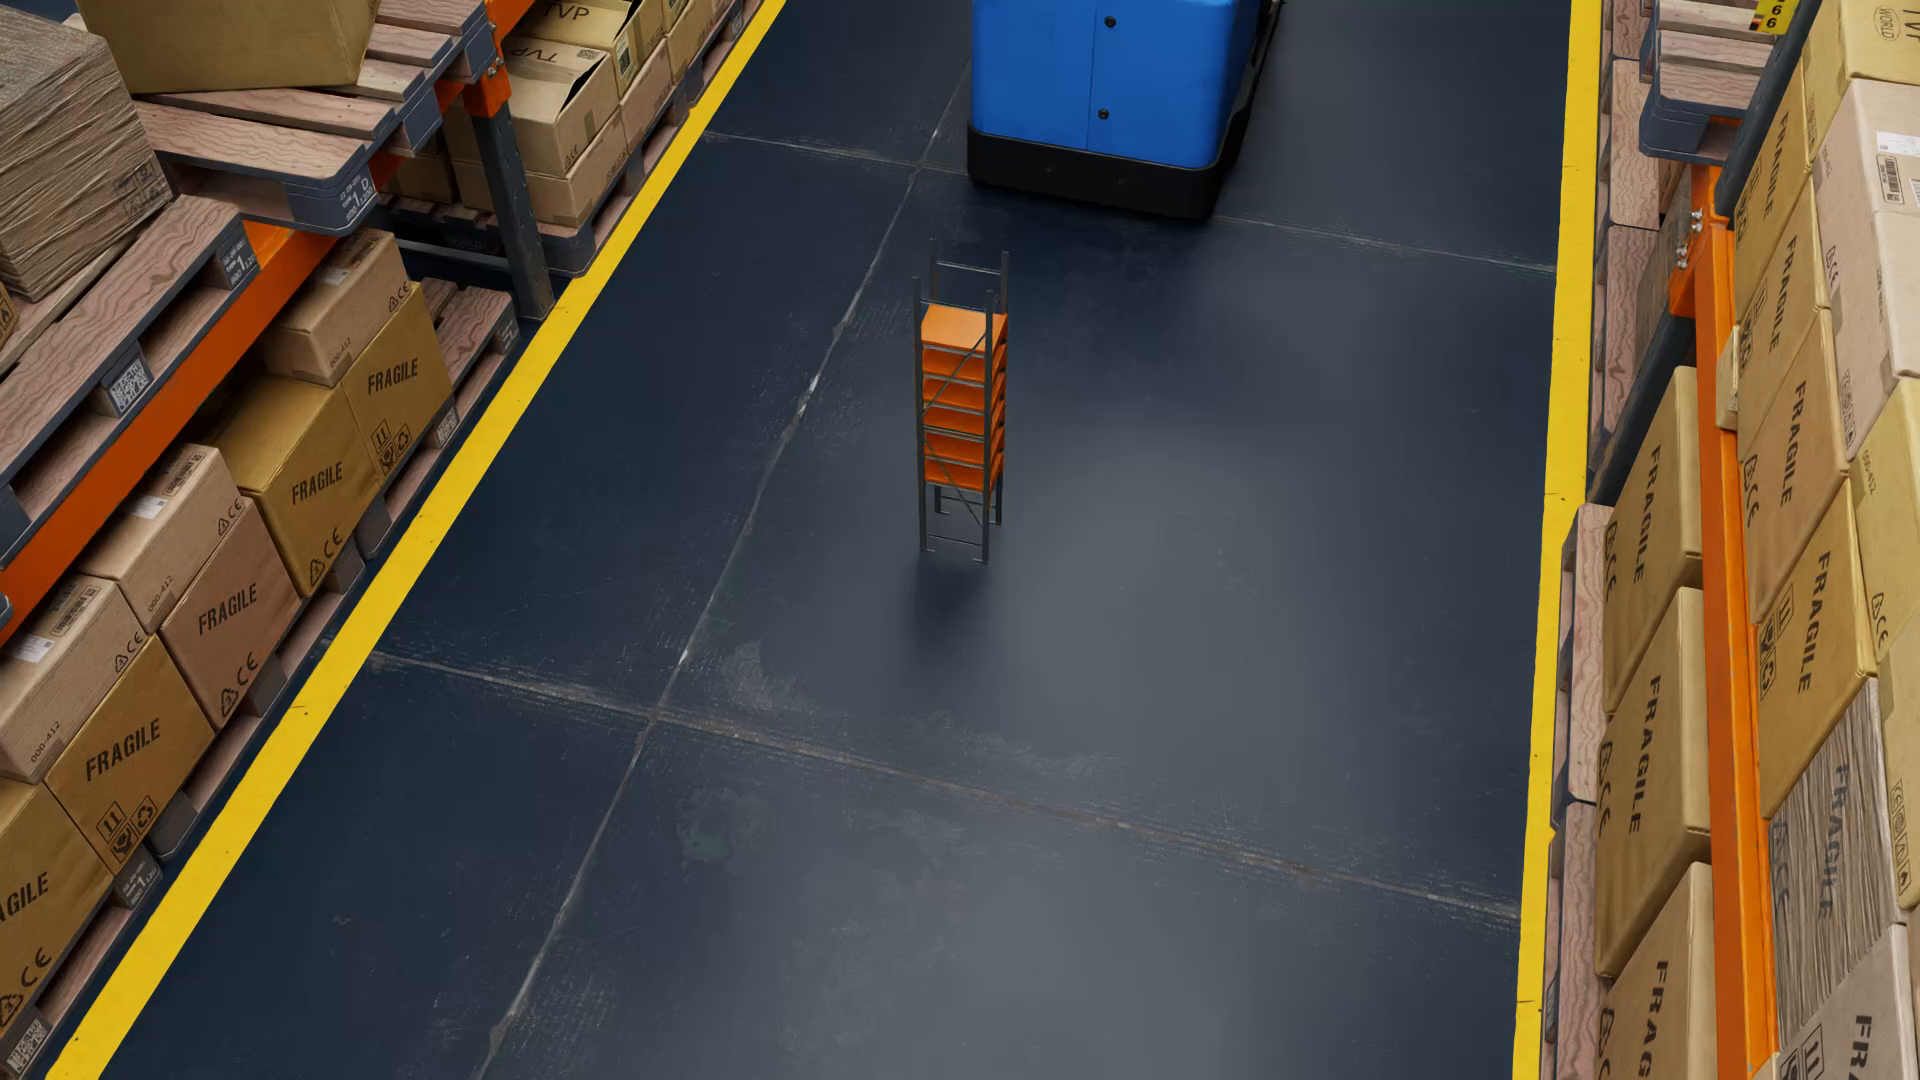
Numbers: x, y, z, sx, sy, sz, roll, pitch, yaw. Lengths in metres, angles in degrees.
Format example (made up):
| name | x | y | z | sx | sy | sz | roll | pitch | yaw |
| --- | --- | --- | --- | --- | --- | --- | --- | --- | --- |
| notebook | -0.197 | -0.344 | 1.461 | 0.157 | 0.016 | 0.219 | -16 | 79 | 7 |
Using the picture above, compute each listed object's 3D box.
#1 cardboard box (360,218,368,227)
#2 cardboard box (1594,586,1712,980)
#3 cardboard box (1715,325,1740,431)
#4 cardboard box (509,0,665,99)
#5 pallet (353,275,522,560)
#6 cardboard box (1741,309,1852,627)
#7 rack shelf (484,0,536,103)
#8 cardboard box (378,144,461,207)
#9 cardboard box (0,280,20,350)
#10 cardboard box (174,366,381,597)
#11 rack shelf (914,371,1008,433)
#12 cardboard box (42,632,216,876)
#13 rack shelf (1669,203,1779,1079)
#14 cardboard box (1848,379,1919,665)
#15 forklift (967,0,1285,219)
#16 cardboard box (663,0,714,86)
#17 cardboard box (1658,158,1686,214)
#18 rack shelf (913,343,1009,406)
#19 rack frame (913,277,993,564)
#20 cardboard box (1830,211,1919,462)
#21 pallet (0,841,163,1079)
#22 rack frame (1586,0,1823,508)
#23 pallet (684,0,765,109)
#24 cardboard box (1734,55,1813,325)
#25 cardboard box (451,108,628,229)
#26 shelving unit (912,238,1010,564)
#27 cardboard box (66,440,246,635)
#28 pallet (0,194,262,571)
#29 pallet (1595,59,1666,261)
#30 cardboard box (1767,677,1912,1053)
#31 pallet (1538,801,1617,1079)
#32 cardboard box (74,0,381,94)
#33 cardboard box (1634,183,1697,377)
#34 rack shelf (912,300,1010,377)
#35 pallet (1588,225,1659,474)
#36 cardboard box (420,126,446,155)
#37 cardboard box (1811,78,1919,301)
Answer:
| name | x | y | z | sx | sy | sz | roll | pitch | yaw |
| --- | --- | --- | --- | --- | --- | --- | --- | --- | --- |
| cardboard box | -2.490 | -1.028 | 6.030 | 0.500 | 0.500 | 0.500 | 13 | 50 | 12 |
| cardboard box | 2.128 | 0.704 | 4.282 | 0.750 | 0.750 | 0.750 | 11 | 50 | 10 |
| cardboard box | 2.149 | -0.382 | 4.241 | 0.380 | 0.149 | 0.250 | 13 | 50 | 11 |
| cardboard box | -1.544 | -2.099 | 6.782 | 0.500 | 0.311 | 0.500 | 10 | 49 | 9 |
| pallet | -2.328 | -0.527 | 6.074 | 1.003 | 0.211 | 1.213 | 12 | 50 | 10 |
| cardboard box | 2.032 | -0.109 | 3.567 | 0.500 | 0.500 | 0.500 | 11 | 50 | 10 |
| rack shelf | -1.568 | -3.191 | 7.045 | 1.077 | 0.370 | 4.000 | 12 | 50 | 10 |
| cardboard box | -2.192 | -1.640 | 6.750 | 0.500 | 0.250 | 0.500 | 13 | 50 | 11 |
| cardboard box | -2.742 | -0.551 | 3.889 | 0.700 | 0.500 | 0.500 | 0 | 49 | 0 |
| cardboard box | -2.251 | -0.203 | 5.303 | 0.500 | 0.500 | 0.500 | 10 | 49 | 9 |
| rack shelf | 0.004 | -0.458 | 5.253 | 0.258 | 0.103 | 0.180 | 12 | 50 | 10 |
| cardboard box | -2.517 | 0.543 | 4.644 | 0.500 | 0.500 | 0.500 | 12 | 50 | 10 |
| rack shelf | 2.159 | 0.678 | 3.631 | 1.077 | 0.370 | 4.000 | 12 | 50 | 10 |
| cardboard box | 1.920 | 0.006 | 2.966 | 0.500 | 0.250 | 0.500 | 11 | 49 | 9 |
| forklift | 0.934 | -3.419 | 6.812 | 1.130 | 2.935 | 3.031 | 12 | 50 | 11 |
| cardboard box | -1.411 | -2.273 | 7.309 | 0.500 | 0.250 | 0.500 | 10 | 49 | 9 |
| cardboard box | 3.176 | -1.571 | 6.510 | 0.700 | 0.500 | 0.500 | 11 | 50 | 10 |
| rack shelf | 0.004 | -0.537 | 5.163 | 0.258 | 0.103 | 0.180 | 12 | 50 | 10 |
| rack frame | -0.020 | -0.341 | 5.251 | 0.240 | 1.200 | 0.006 | 12 | 50 | 10 |
| cardboard box | 2.048 | -0.365 | 3.292 | 0.500 | 0.250 | 0.500 | 12 | 50 | 10 |
| pallet | -2.970 | 1.238 | 4.516 | 1.003 | 0.211 | 1.213 | 12 | 50 | 10 |
| rack frame | 2.685 | -1.007 | 4.638 | 1.000 | 3.000 | 0.127 | 12 | 50 | 10 |
| pallet | -1.517 | -2.527 | 7.839 | 1.003 | 0.211 | 1.213 | 12 | 50 | 10 |
| cardboard box | 2.310 | -0.844 | 4.216 | 0.500 | 0.500 | 0.500 | 13 | 50 | 11 |
| cardboard box | -1.674 | -1.532 | 6.655 | 0.500 | 0.250 | 0.500 | 11 | 50 | 10 |
| shelving unit | 0.004 | -0.408 | 5.309 | 0.258 | 1.200 | 0.189 | 12 | 50 | 10 |
| cardboard box | -2.391 | -0.043 | 4.661 | 0.500 | 0.250 | 0.500 | 11 | 49 | 9 |
| pallet | -2.602 | -0.511 | 4.328 | 1.003 | 0.211 | 1.213 | 12 | 50 | 10 |
| pallet | 3.215 | -1.529 | 6.959 | 1.003 | 0.211 | 1.213 | 12 | 50 | 10 |
| cardboard box | 1.776 | 0.632 | 2.913 | 0.500 | 0.500 | 0.500 | 12 | 50 | 10 |
| pallet | 2.082 | 1.351 | 4.417 | 1.003 | 0.211 | 1.213 | 12 | 50 | 10 |
| cardboard box | -2.152 | -1.676 | 4.882 | 0.700 | 0.500 | 0.500 | -3 | 49 | -3 |
| cardboard box | 2.824 | -0.857 | 5.879 | 0.700 | 0.500 | 0.500 | 12 | 50 | 11 |
| rack shelf | 0.004 | -0.616 | 5.073 | 0.258 | 0.103 | 0.180 | 12 | 50 | 10 |
| pallet | 2.892 | -0.649 | 6.182 | 1.003 | 0.211 | 1.213 | 12 | 50 | 10 |
| cardboard box | -2.195 | -1.824 | 6.539 | 0.500 | 0.311 | 0.500 | 13 | 50 | 11 |
| cardboard box | 2.176 | -0.727 | 3.612 | 0.500 | 0.250 | 0.500 | 11 | 49 | 10 |
